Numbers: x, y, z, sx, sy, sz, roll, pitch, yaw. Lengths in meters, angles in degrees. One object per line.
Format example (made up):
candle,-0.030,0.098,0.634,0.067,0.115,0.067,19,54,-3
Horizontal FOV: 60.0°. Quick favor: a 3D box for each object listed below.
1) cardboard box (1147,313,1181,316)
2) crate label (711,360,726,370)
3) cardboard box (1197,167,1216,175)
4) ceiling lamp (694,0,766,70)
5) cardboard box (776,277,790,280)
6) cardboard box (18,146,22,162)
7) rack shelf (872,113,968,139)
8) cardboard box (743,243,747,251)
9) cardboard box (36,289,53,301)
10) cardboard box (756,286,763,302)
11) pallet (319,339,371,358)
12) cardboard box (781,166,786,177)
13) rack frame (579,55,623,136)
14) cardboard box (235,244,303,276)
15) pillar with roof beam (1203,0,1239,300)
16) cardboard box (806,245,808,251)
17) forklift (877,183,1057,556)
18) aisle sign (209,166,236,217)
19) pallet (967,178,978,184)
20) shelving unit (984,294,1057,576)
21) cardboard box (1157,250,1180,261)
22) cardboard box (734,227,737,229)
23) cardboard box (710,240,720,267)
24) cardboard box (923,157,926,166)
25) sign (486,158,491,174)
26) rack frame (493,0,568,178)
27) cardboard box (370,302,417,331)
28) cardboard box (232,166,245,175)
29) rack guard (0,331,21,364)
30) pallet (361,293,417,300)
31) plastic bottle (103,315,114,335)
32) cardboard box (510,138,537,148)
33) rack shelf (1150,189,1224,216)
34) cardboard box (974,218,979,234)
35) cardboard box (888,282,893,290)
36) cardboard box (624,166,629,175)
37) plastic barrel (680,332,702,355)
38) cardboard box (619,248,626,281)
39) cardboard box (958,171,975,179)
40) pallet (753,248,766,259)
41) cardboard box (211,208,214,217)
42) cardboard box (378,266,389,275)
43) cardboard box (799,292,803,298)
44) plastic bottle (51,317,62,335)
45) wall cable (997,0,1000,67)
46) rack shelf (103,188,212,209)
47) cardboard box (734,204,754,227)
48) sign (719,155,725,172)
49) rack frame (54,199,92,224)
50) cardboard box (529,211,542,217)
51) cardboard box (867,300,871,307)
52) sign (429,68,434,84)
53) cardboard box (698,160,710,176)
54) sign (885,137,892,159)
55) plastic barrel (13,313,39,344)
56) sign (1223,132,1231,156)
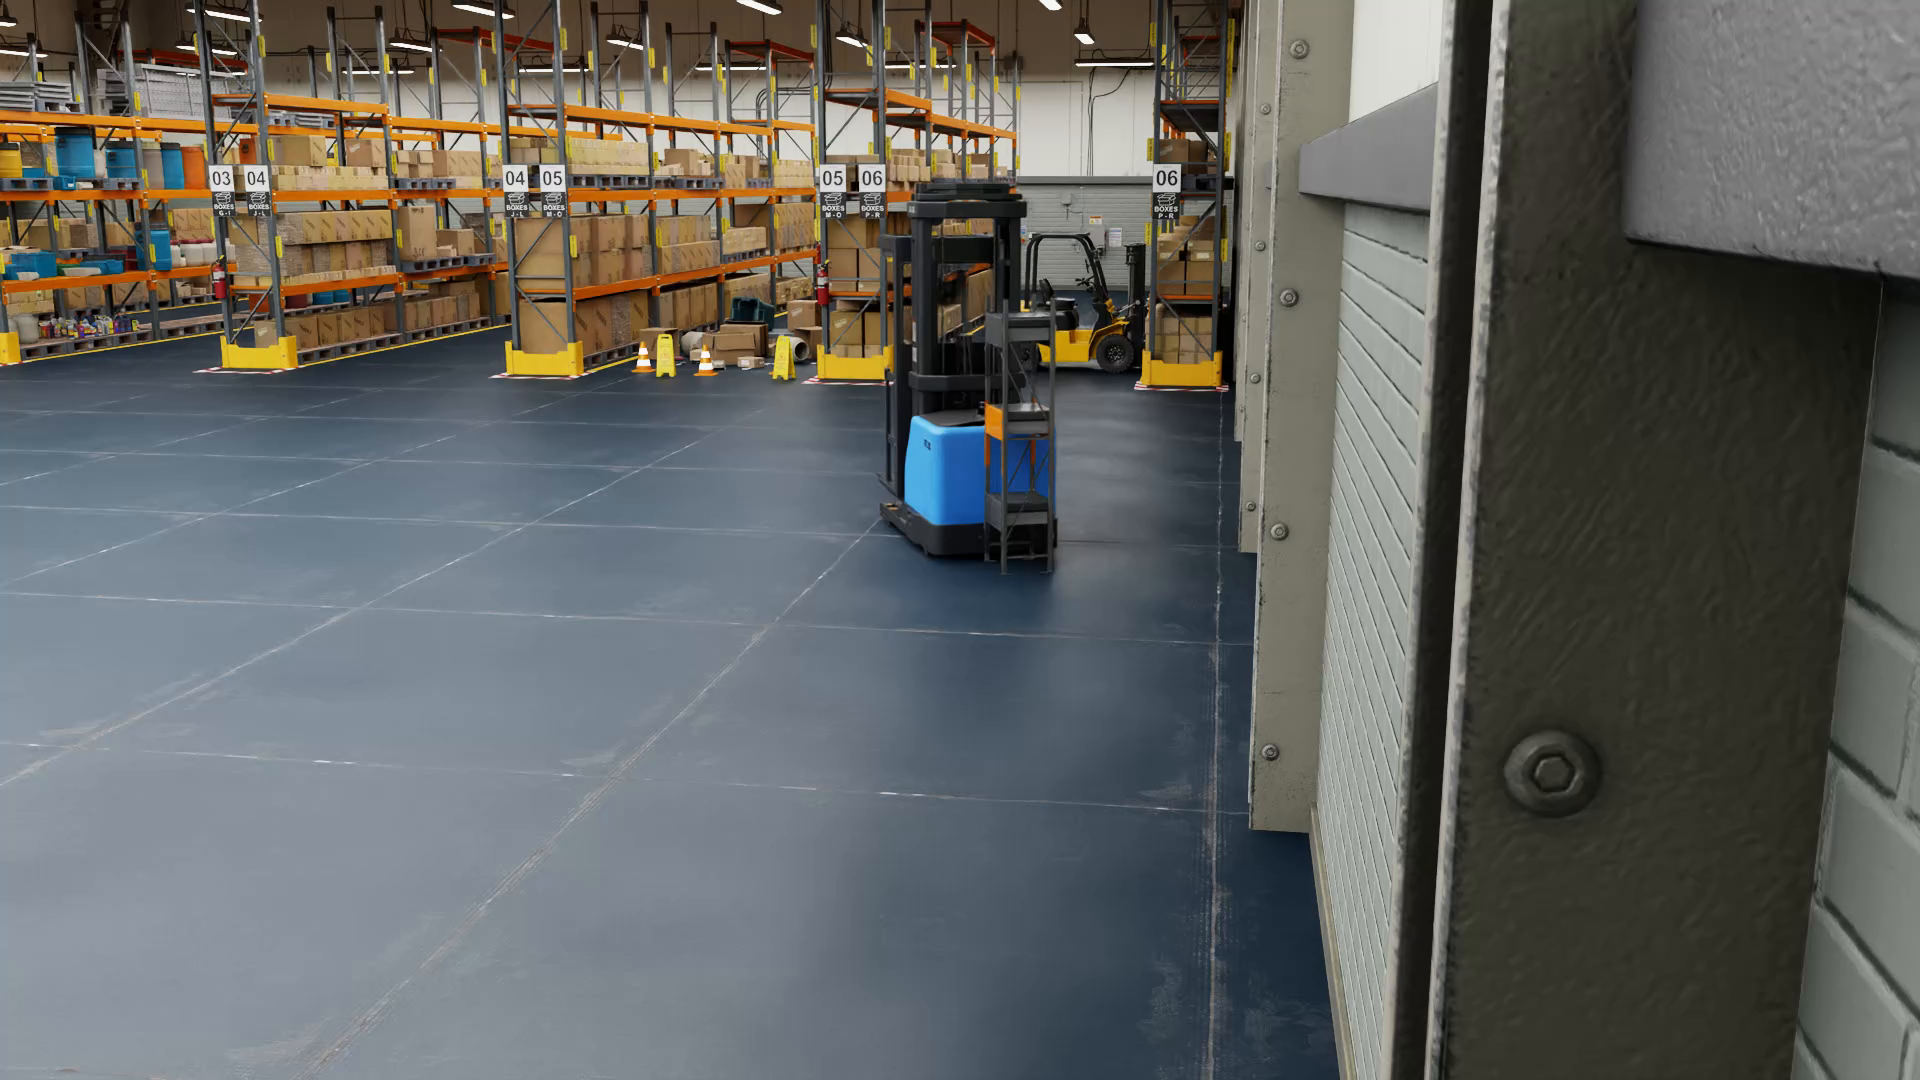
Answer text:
cardboard box,3.137,-3.350,25.573,0.500,0.250,0.500,2,12,10
crate label,-3.902,-2.810,26.707,0.250,0.136,0.298,-5,13,-21
cardboard box,4.241,-6.388,28.756,0.380,0.149,0.250,2,12,9
ceiling lamp,-6.017,-13.862,43.099,2.000,3.185,0.800,2,12,9
cardboard box,-4.390,-6.360,40.745,0.380,0.149,0.250,2,12,10
cardboard box,-23.703,-9.611,41.692,0.500,0.500,0.500,2,12,9
rack shelf,-0.681,-7.582,30.471,1.077,0.370,4.000,2,12,9
cardboard box,-4.769,-6.251,35.480,0.380,0.149,0.250,1,12,7
cardboard box,-19.791,-5.274,35.543,0.500,0.311,0.500,2,12,10
cardboard box,-4.609,-5.299,36.398,0.500,0.500,0.500,2,12,7
pallet,-11.034,-3.342,29.001,1.003,0.211,1.213,2,12,9
cardboard box,-4.273,-8.418,37.984,0.500,0.250,0.500,2,12,8
rack frame,-8.935,-10.532,41.502,1.000,3.000,0.127,2,12,9
cardboard box,-11.284,-4.576,27.165,0.875,0.500,0.500,2,12,9
pillar with roof beam,2.813,-10.722,42.386,9.100,9.000,0.548,2,12,9
cardboard box,-3.920,-7.114,40.481,0.380,0.149,0.250,2,12,8
forklift,-0.086,-1.574,14.341,1.130,2.935,3.031,-3,13,-14
aisle sign,-11.702,-5.536,26.391,0.394,0.787,0.004,2,12,9
pallet,-0.327,-7.122,33.251,1.213,0.211,1.003,2,12,11
shelving unit,0.455,-0.810,12.768,0.431,2.100,0.503,-3,13,-14
cardboard box,3.078,-4.234,24.745,0.380,0.149,0.250,2,12,9
cardboard box,-5.180,-6.891,37.035,0.380,0.149,0.250,3,12,12
cardboard box,-5.084,-5.698,33.077,0.500,0.500,0.500,2,12,9
cardboard box,-0.786,-6.384,28.078,0.380,0.149,0.250,2,12,7
sign,-9.630,-7.635,33.953,0.100,0.325,0.005,2,12,9
rack frame,-6.511,-7.019,25.204,1.000,3.000,0.127,2,12,9
cardboard box,-10.665,-4.221,31.350,0.700,0.500,0.500,1,12,4
cardboard box,-11.662,-5.924,26.652,0.380,0.149,0.250,2,12,9
rack guard,-16.325,-3.224,27.768,1.175,0.500,0.348,2,12,9
pallet,-14.185,-5.973,41.207,1.003,0.211,1.213,2,12,9
plastic bottle,-15.568,-3.931,30.358,0.144,0.351,0.185,2,12,8
cardboard box,-6.794,-6.155,25.784,0.380,0.149,0.250,2,12,9
rack shelf,3.609,-5.318,26.138,1.077,0.370,4.000,2,12,9
cardboard box,0.105,-6.456,34.219,0.500,0.500,0.500,2,12,10
cardboard box,-1.201,-3.994,26.003,0.380,0.149,0.250,1,12,7
cardboard box,-5.791,-6.219,27.975,0.380,0.149,0.250,2,12,10
plastic barrel,-4.554,-3.374,28.645,0.421,0.421,0.512,-10,16,-40
cardboard box,-6.202,-4.692,28.287,0.875,0.550,0.550,2,12,9
cardboard box,0.099,-7.604,34.596,0.380,0.166,0.250,3,13,13
pallet,-4.926,-6.336,36.731,1.003,0.211,1.213,2,12,9
cardboard box,-18.751,-8.037,41.554,0.500,0.500,0.500,2,12,10
cardboard box,-10.571,-4.872,30.078,0.380,0.149,0.250,2,12,9
cardboard box,-3.992,-5.897,40.005,0.380,0.149,0.250,1,12,6
plastic bottle,-16.332,-3.861,30.031,0.144,0.351,0.185,2,12,11
wall cable,-0.077,-14.386,45.147,2.355,3.000,0.029,2,12,9
rack shelf,-15.367,-6.793,32.979,1.077,0.370,4.000,2,12,9
cardboard box,-4.860,-7.374,37.775,0.500,0.500,0.500,1,12,7
sign,-4.733,-7.490,33.093,0.100,0.325,0.005,2,12,9
rack frame,-23.619,-8.081,44.368,1.000,3.000,0.127,2,12,9
cardboard box,-9.641,-7.172,37.536,0.797,0.503,0.637,2,12,7
cardboard box,-1.664,-3.853,26.962,0.380,0.149,0.250,2,12,11
sign,-10.715,-9.418,33.740,0.100,0.325,0.005,2,12,9
cardboard box,-5.145,-7.202,32.147,0.500,0.311,0.500,2,12,9
sign,-1.068,-5.823,24.700,0.100,0.325,0.005,2,12,9
plastic barrel,-16.187,-3.662,28.773,0.421,0.512,0.421,0,12,0
sign,3.849,-5.700,23.941,0.100,0.325,0.005,2,12,9
